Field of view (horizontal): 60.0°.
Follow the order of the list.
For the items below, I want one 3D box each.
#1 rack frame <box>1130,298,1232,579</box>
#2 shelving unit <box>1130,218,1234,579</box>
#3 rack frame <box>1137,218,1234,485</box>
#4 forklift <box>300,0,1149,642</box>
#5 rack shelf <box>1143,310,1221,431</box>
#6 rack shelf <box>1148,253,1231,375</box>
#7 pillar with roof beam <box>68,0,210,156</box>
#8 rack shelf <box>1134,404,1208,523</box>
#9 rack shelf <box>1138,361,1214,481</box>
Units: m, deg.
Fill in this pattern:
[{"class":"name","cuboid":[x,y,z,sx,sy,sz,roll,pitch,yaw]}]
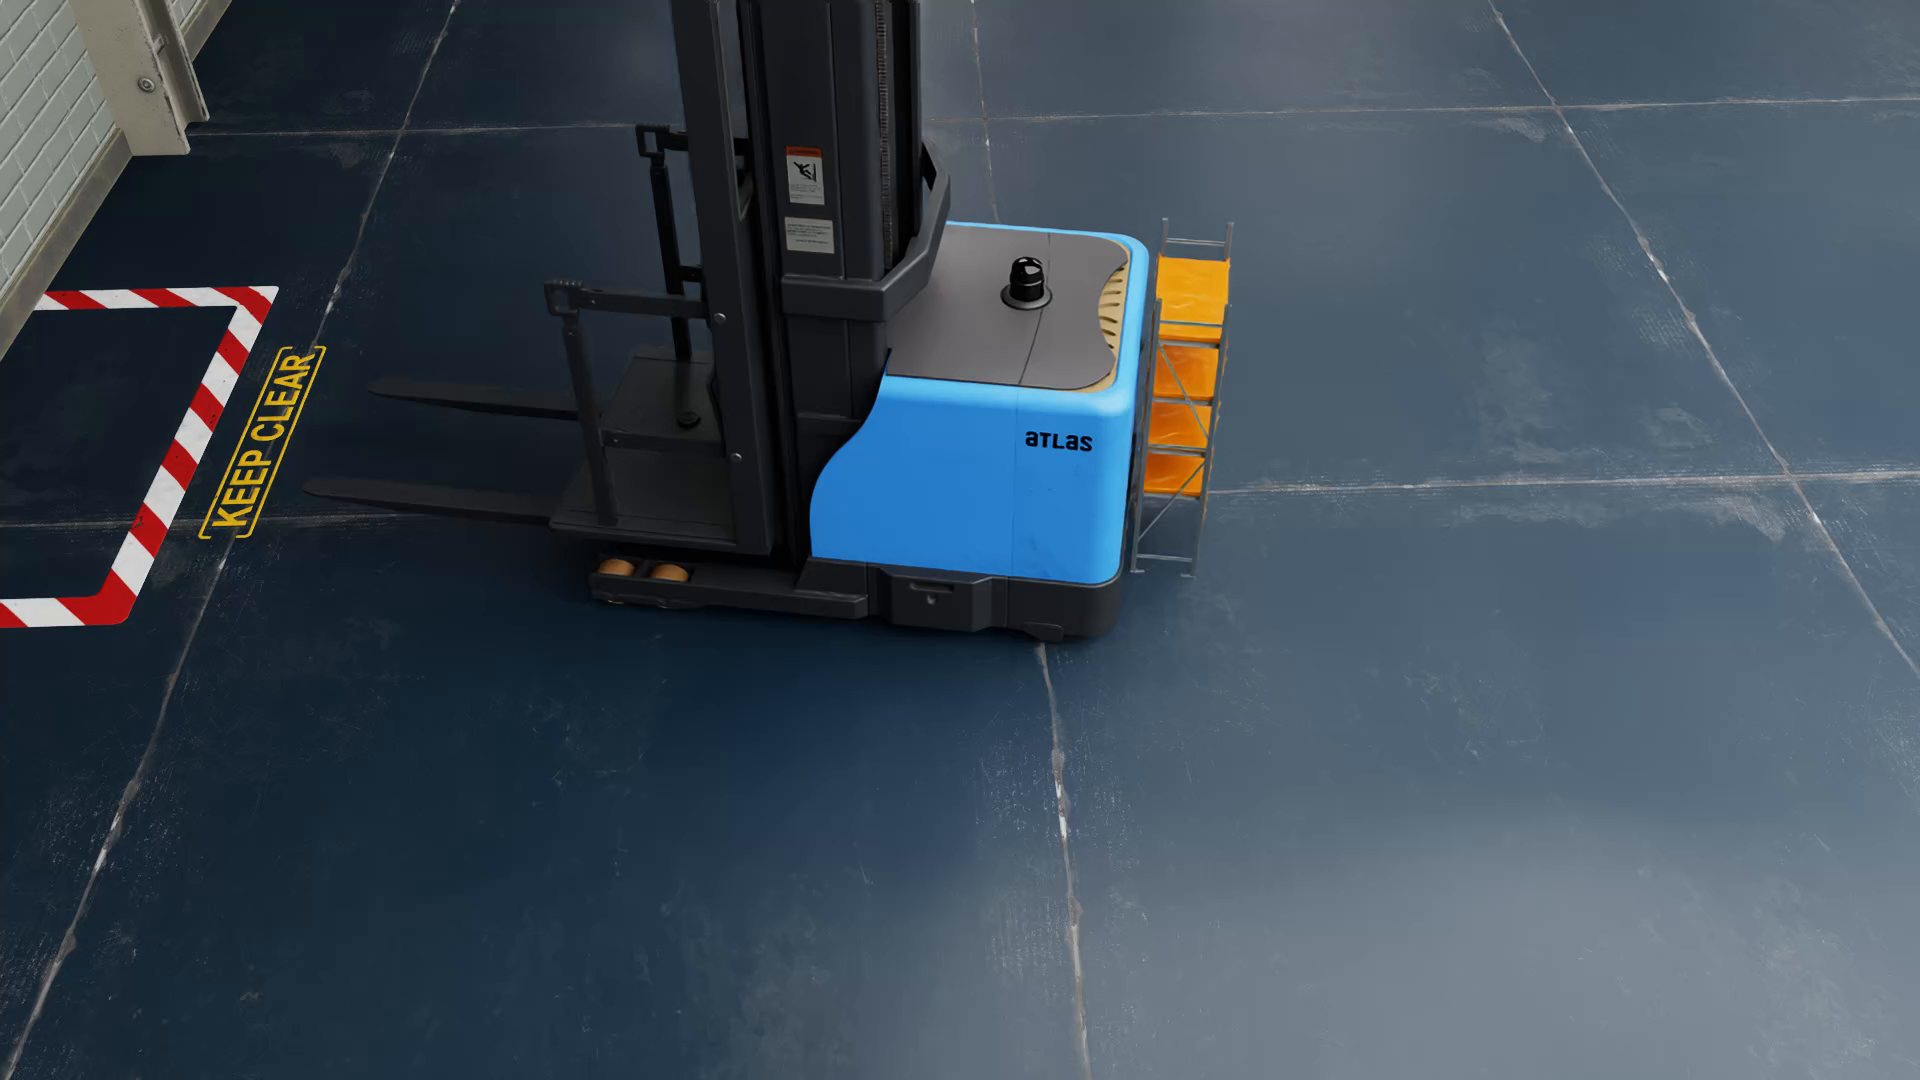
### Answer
[{"class":"rack frame","cuboid":[0.745,-0.316,5.706,0.240,1.200,0.015,5,43,6]},{"class":"shelving unit","cuboid":[0.777,-0.479,5.885,0.258,1.200,0.503,5,43,6]},{"class":"rack frame","cuboid":[0.810,-0.642,6.063,0.240,1.200,0.015,5,43,6]},{"class":"forklift","cuboid":[-0.885,-1.179,5.367,3.031,2.935,1.130,6,43,6]},{"class":"rack shelf","cuboid":[0.777,-0.594,5.779,0.258,0.148,0.480,5,43,6]},{"class":"rack shelf","cuboid":[0.777,-0.769,5.619,0.258,0.148,0.480,5,43,6]},{"class":"pillar with roof beam","cuboid":[0.250,-5.512,5.603,9.100,9.000,0.400,-2,43,-2]},{"class":"rack shelf","cuboid":[0.777,-0.283,6.064,0.258,0.148,0.480,5,43,6]},{"class":"rack shelf","cuboid":[0.777,-0.429,5.930,0.258,0.148,0.480,5,43,6]}]
